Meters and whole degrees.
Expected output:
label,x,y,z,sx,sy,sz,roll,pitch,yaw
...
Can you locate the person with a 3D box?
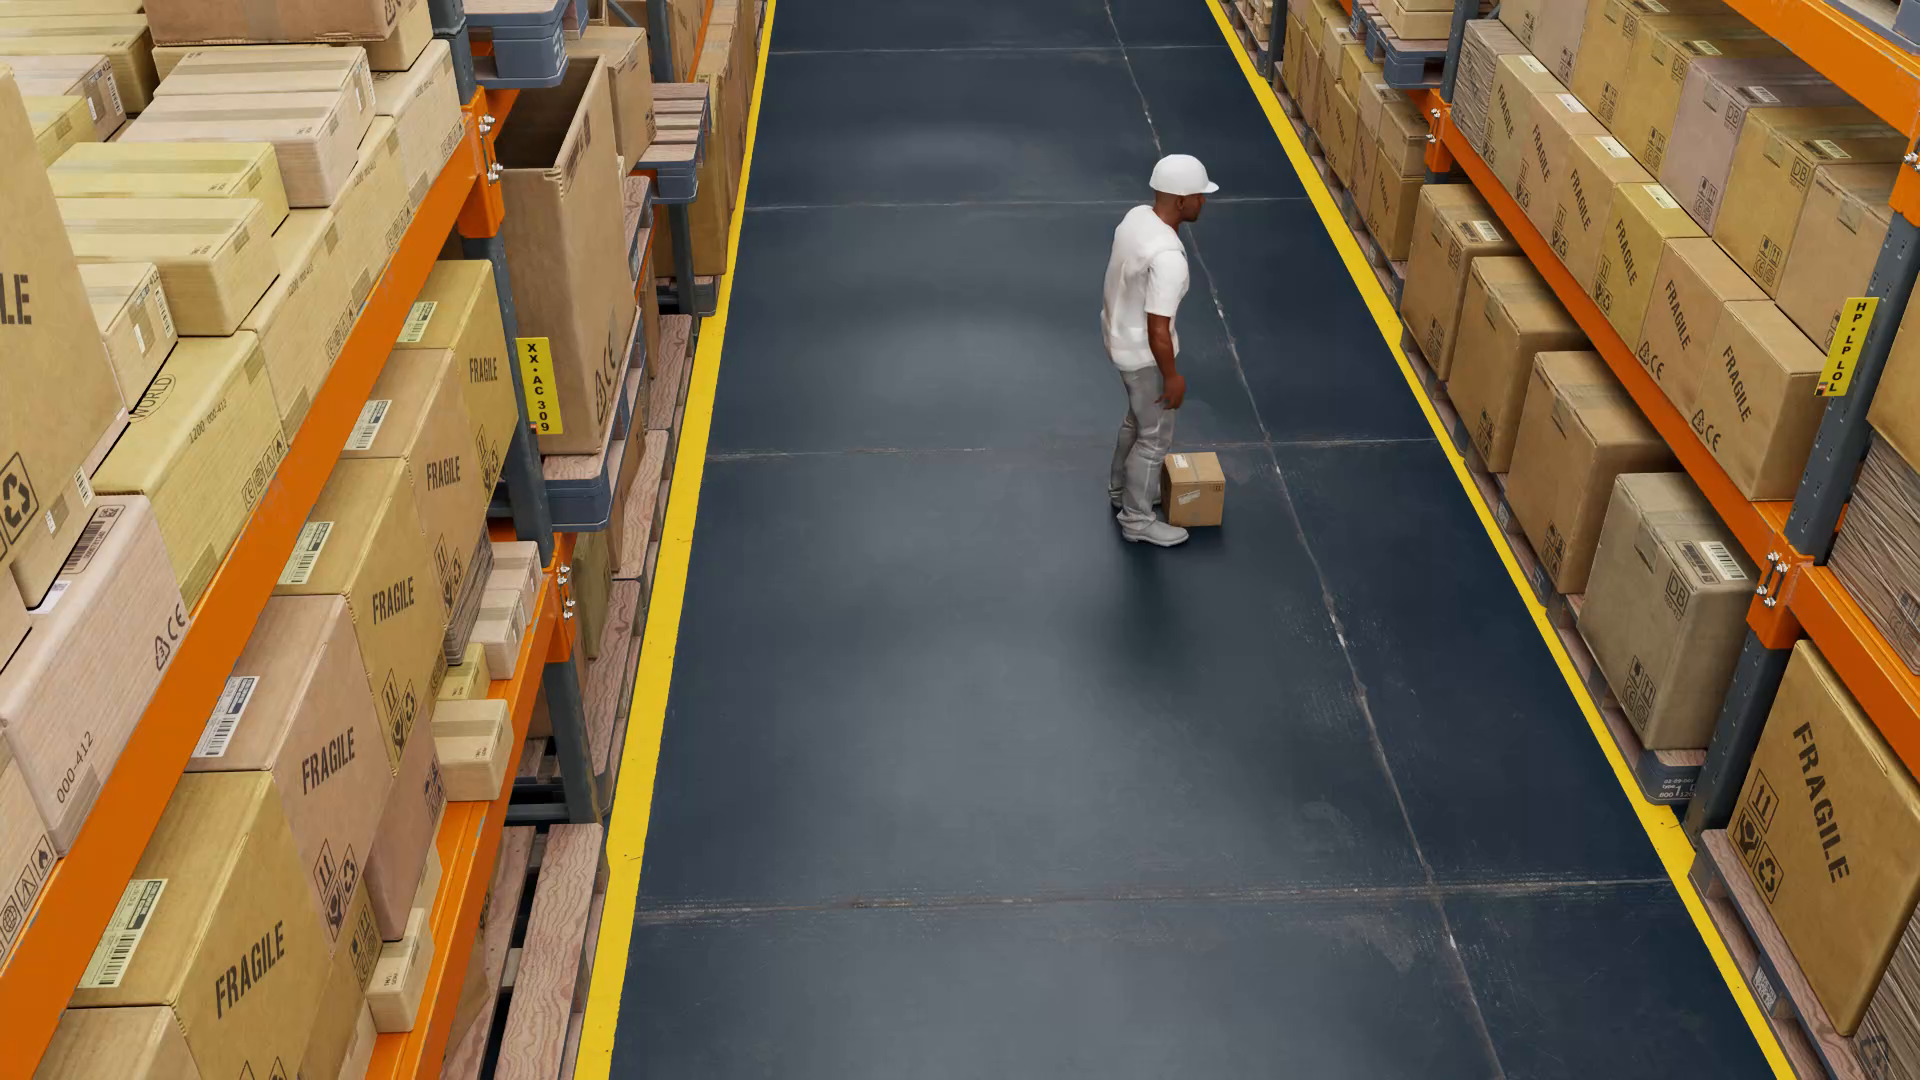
label,x,y,z,sx,sy,sz,roll,pitch,yaw
person,0.855,-0.848,7.339,0.454,1.761,0.635,-3,35,-5
